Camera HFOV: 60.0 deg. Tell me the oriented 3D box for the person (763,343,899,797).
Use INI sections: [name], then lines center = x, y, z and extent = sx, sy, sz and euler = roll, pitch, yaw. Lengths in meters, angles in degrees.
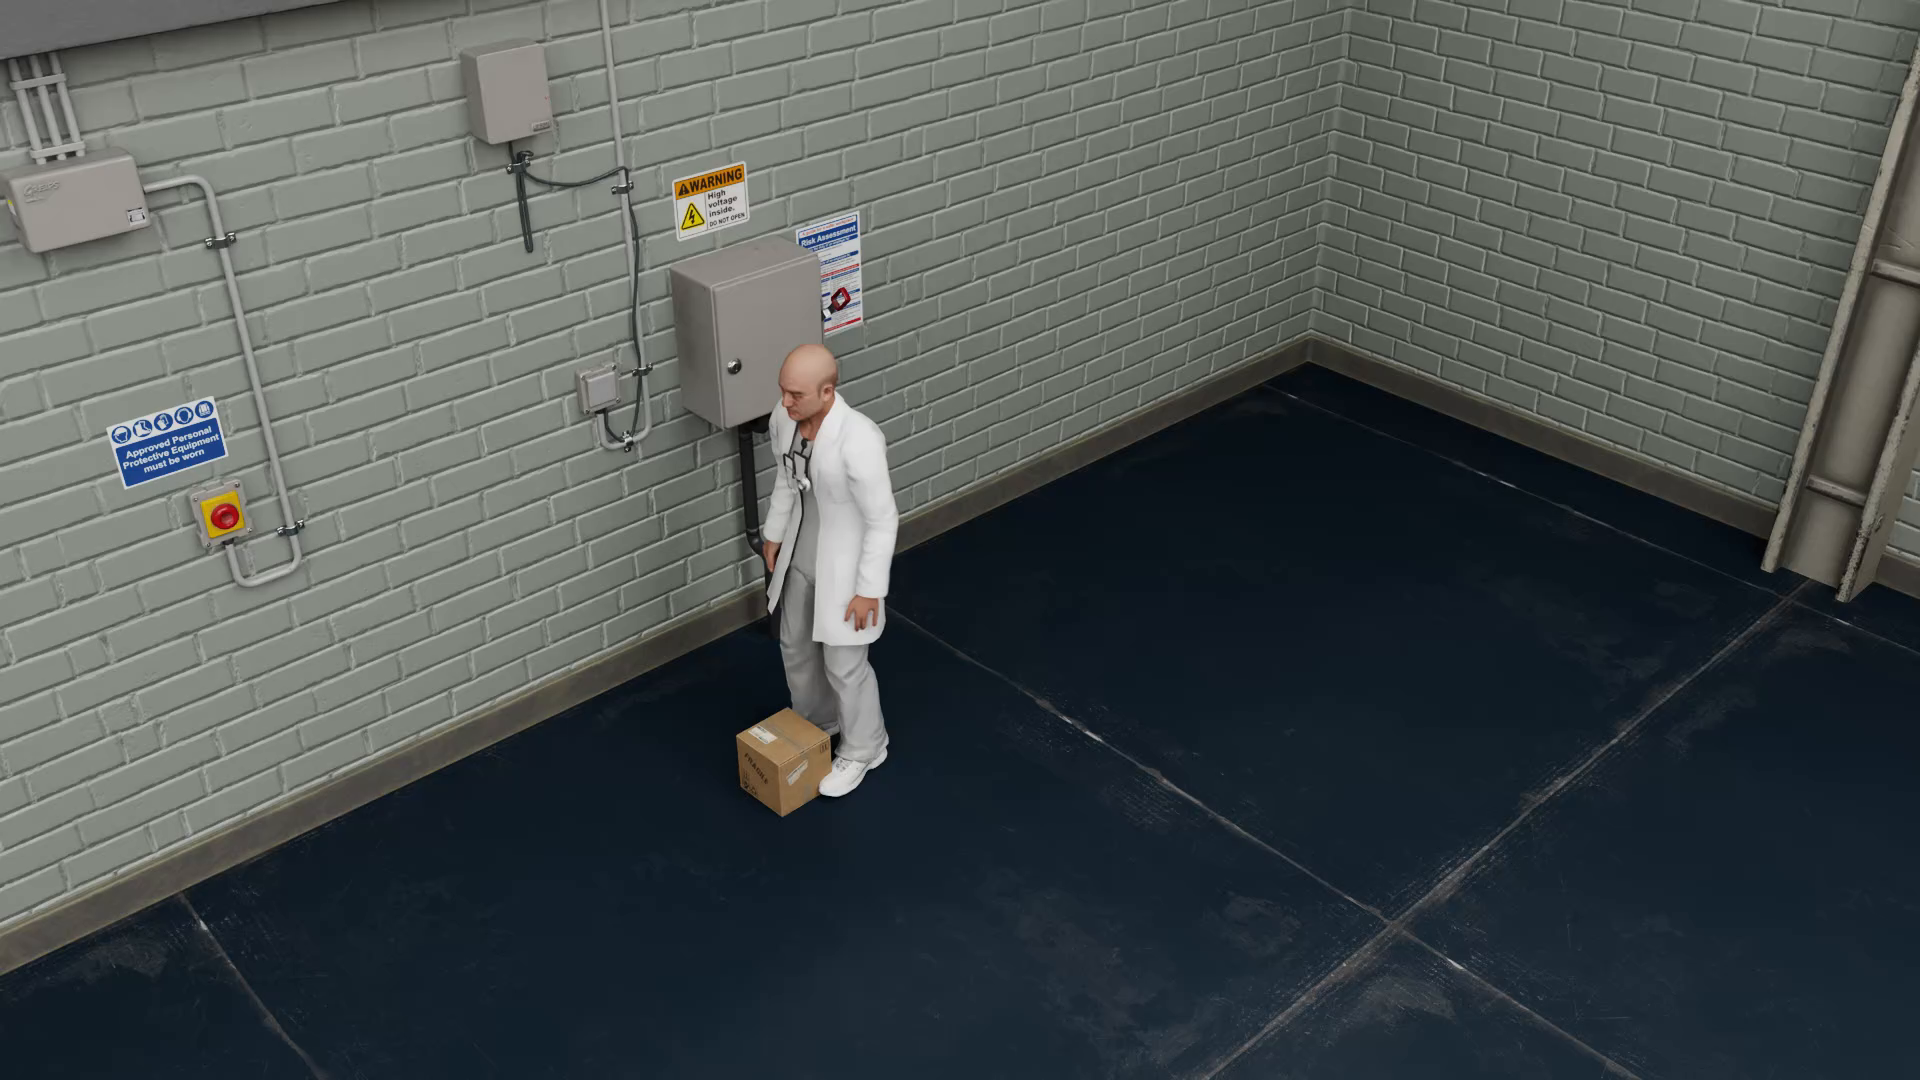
[person]
center = -0.479, 0.091, 5.999
extent = 0.420, 1.774, 0.643
euler = -26, 40, -36
